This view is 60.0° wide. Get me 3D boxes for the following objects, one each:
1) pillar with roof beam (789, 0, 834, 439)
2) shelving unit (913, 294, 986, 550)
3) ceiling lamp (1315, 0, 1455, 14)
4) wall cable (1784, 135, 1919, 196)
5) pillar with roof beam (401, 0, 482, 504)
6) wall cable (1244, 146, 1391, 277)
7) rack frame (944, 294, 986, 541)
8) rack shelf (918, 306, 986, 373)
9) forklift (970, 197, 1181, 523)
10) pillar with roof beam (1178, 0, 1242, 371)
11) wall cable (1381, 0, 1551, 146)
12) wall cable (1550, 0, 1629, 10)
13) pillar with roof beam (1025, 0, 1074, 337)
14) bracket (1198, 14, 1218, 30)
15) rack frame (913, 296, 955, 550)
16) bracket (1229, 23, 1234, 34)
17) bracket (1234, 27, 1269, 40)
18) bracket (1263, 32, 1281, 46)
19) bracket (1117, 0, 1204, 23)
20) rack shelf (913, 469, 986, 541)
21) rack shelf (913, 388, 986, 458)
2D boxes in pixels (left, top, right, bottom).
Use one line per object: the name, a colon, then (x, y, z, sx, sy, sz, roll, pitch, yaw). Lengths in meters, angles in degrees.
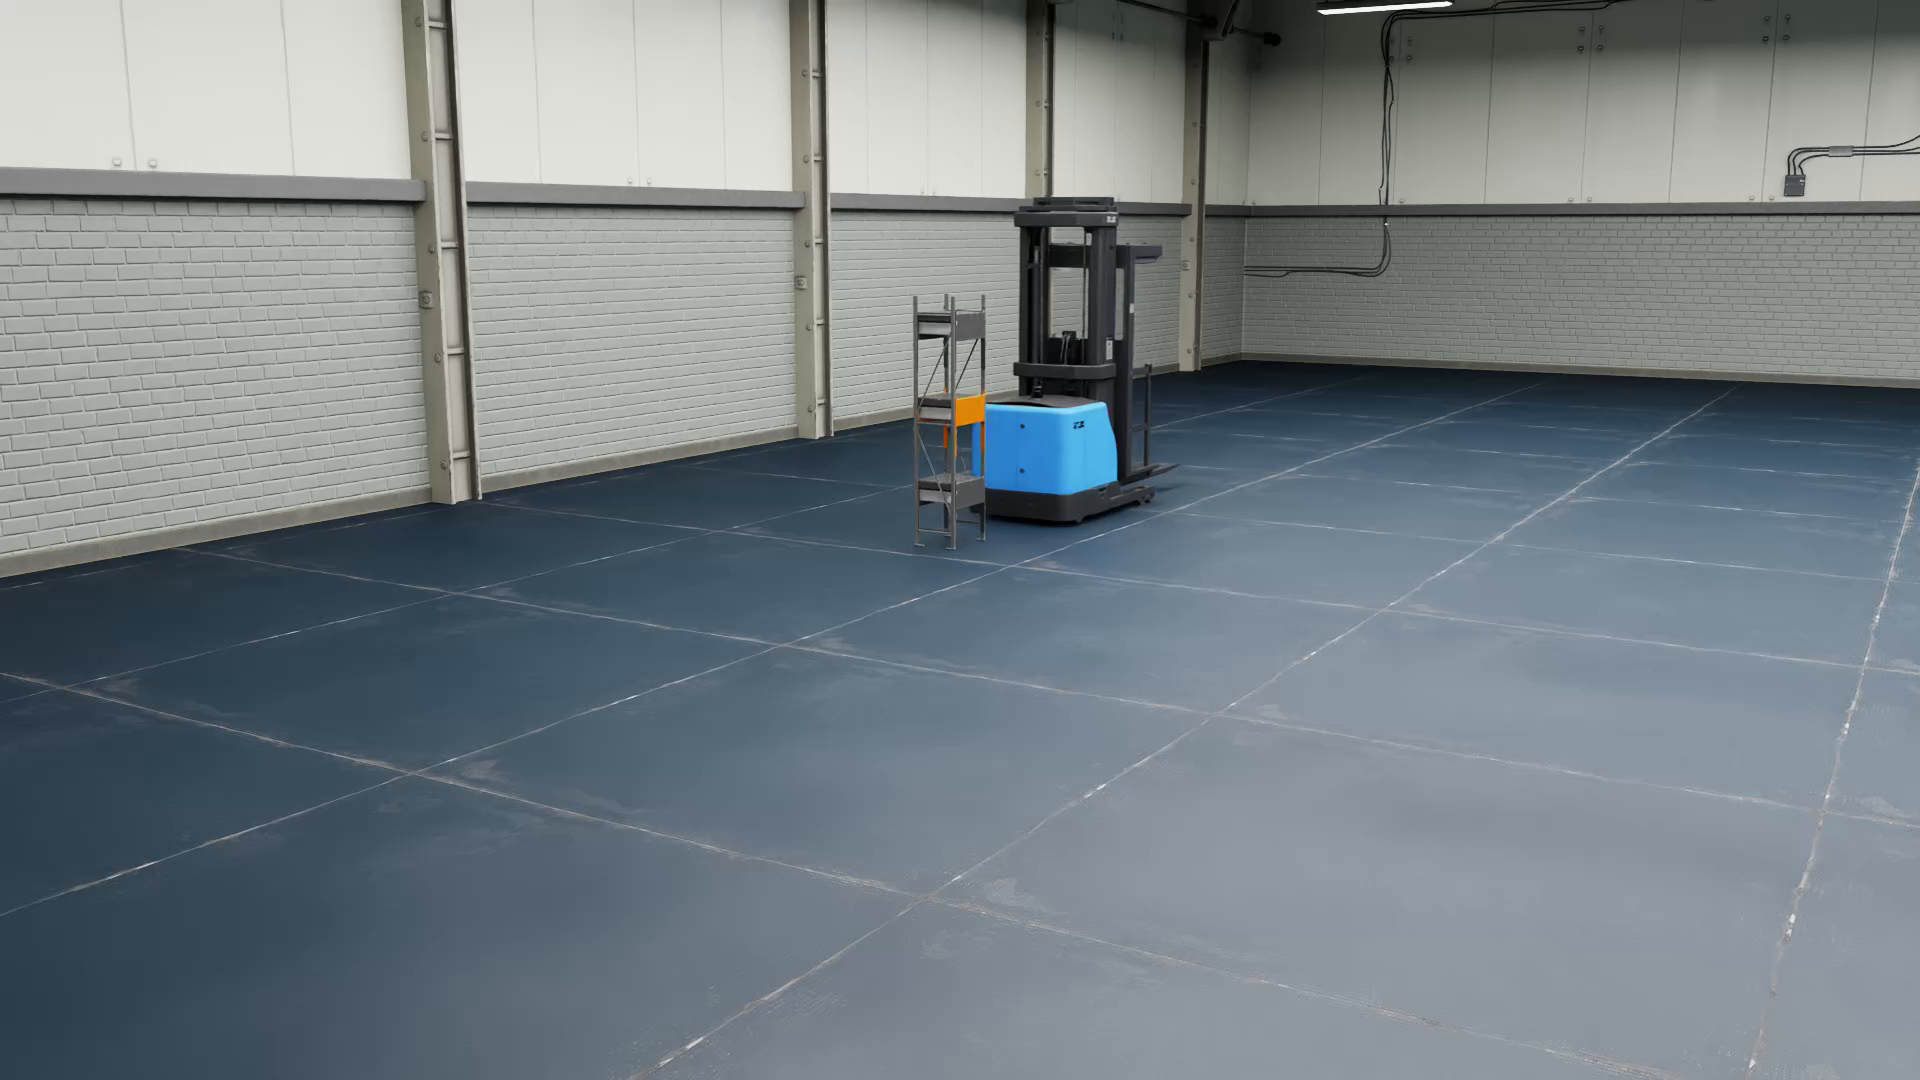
pillar with roof beam: (1.807, -5.349, 18.487, 9.100, 9.000, 0.400, 6, 12, 31)
shelving unit: (-0.086, -1.006, 14.036, 0.431, 2.100, 0.503, 6, 12, 31)
ceiling lamp: (6.411, -9.455, 24.558, 2.000, 3.185, 0.800, 6, 12, 31)
wall cable: (15.123, -8.747, 27.394, 2.305, 6.003, 0.169, 6, 12, 31)
pillar with roof beam: (-1.308, -4.406, 13.447, 9.100, 9.000, 0.400, 6, 12, 31)
wall cable: (7.017, -6.458, 32.851, 3.097, 2.526, 0.112, 6, 12, 31)
rack frame: (0.041, -1.044, 14.241, 0.400, 2.100, 0.015, 6, 12, 31)
rack shelf: (-0.086, -1.681, 13.910, 0.431, 0.518, 0.480, 6, 12, 31)
forklift: (1.268, -1.819, 16.118, 1.130, 2.935, 3.031, 6, 12, 30)
pillar with roof beam: (8.037, -7.236, 28.568, 9.100, 9.000, 0.548, 6, 12, 31)
wall cable: (9.329, -8.682, 31.005, 3.097, 2.526, 0.112, 6, 12, 31)
wall cable: (11.974, -10.622, 29.008, 3.097, 2.526, 0.112, 6, 12, 31)
pillar with roof beam: (4.922, -6.293, 23.528, 9.100, 9.000, 0.548, 6, 12, 31)
bracket: (4.445, -9.318, 29.904, 0.235, 0.232, 0.430, 6, 12, 31)
rack frame: (-0.213, -0.968, 13.831, 0.400, 2.100, 0.015, 6, 12, 31)
bracket: (4.876, -9.448, 30.601, 0.235, 0.232, 0.430, 6, 12, 31)
bracket: (5.800, -9.728, 32.096, 0.076, 0.066, 3.189, 6, 12, 31)
bracket: (6.107, -9.821, 32.592, 0.235, 0.232, 0.430, 6, 12, 31)
bracket: (3.108, -8.913, 27.739, 0.076, 0.066, 4.783, 6, 12, 31)
rack shelf: (-0.086, -0.305, 14.168, 0.431, 0.518, 0.480, 6, 12, 31)
rack shelf: (-0.086, -0.993, 14.039, 0.431, 0.518, 0.480, 6, 12, 31)
